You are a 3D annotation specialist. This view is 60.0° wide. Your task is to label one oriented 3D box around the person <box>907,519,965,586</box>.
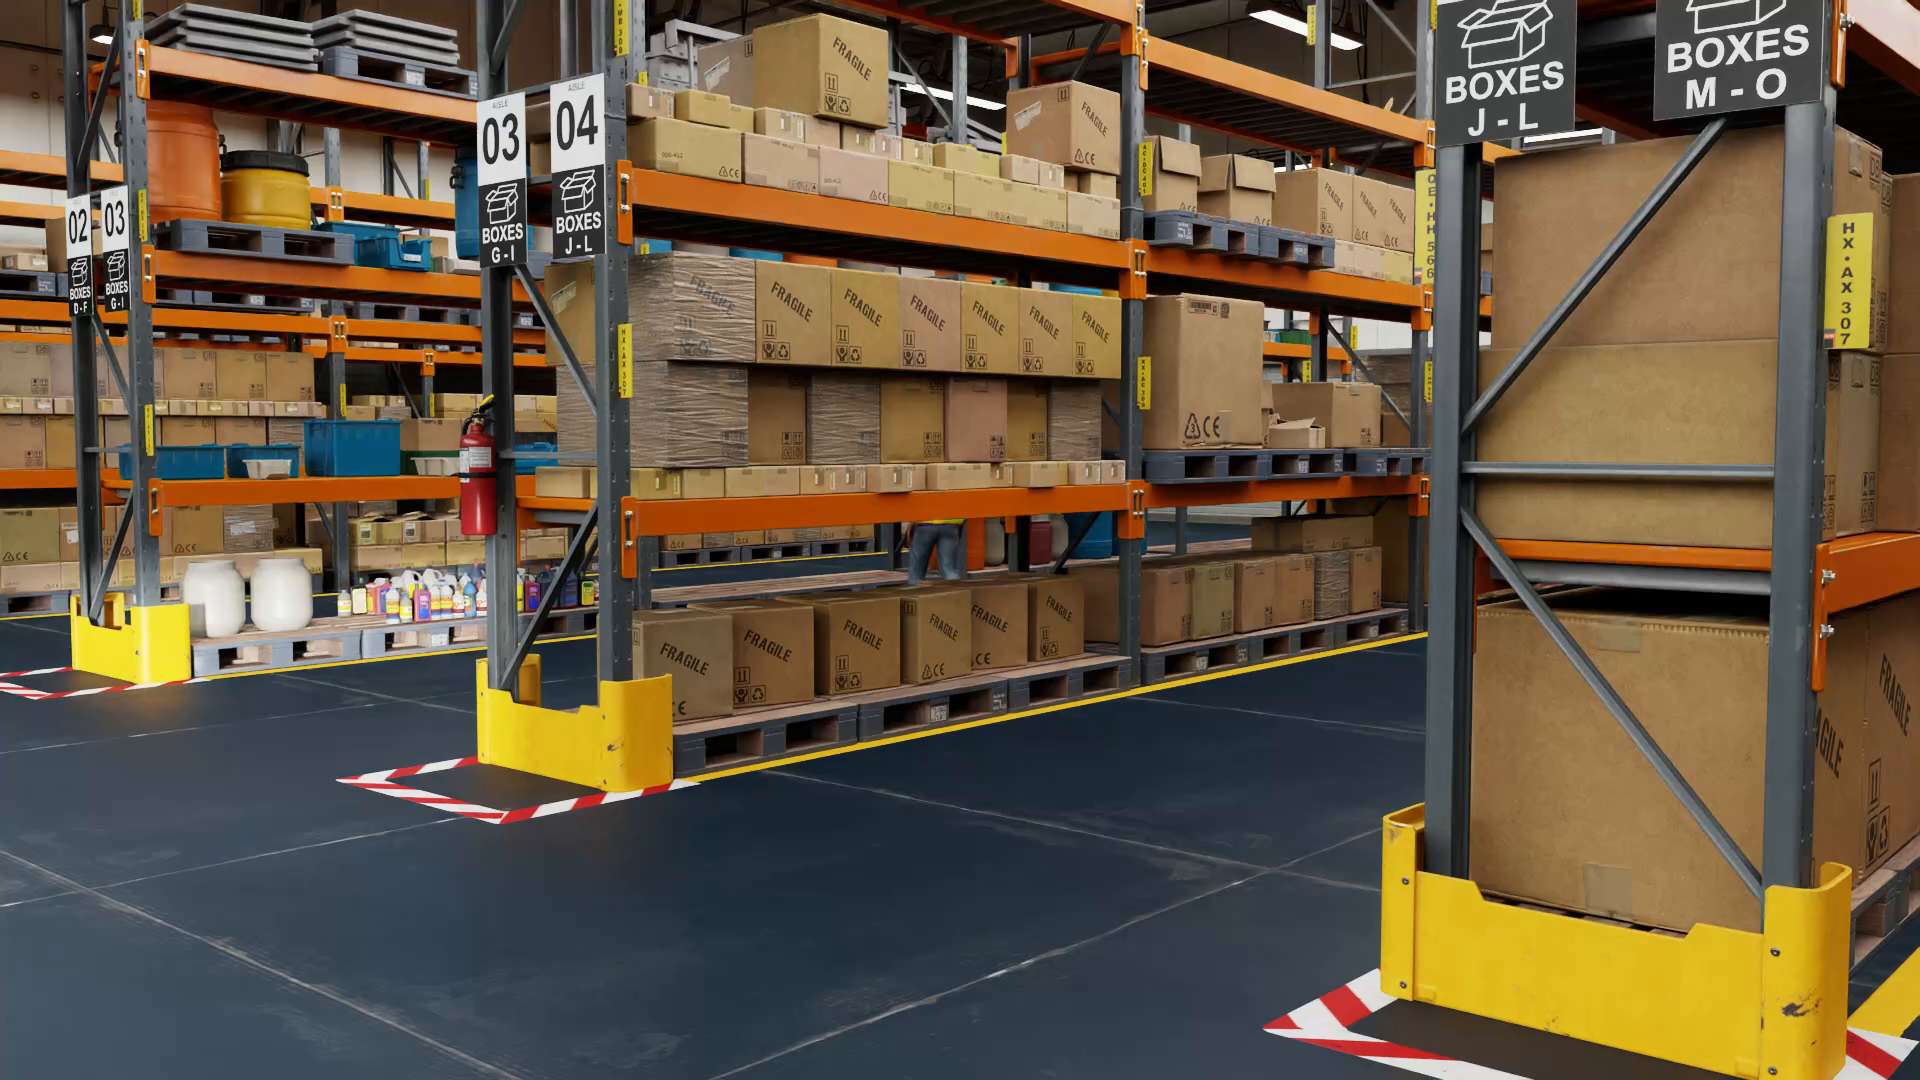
[{"bbox_3d":[-0.195,-0.128,13.398,0.609,1.703,0.984,-1,4,-16],"label":"person"}]
